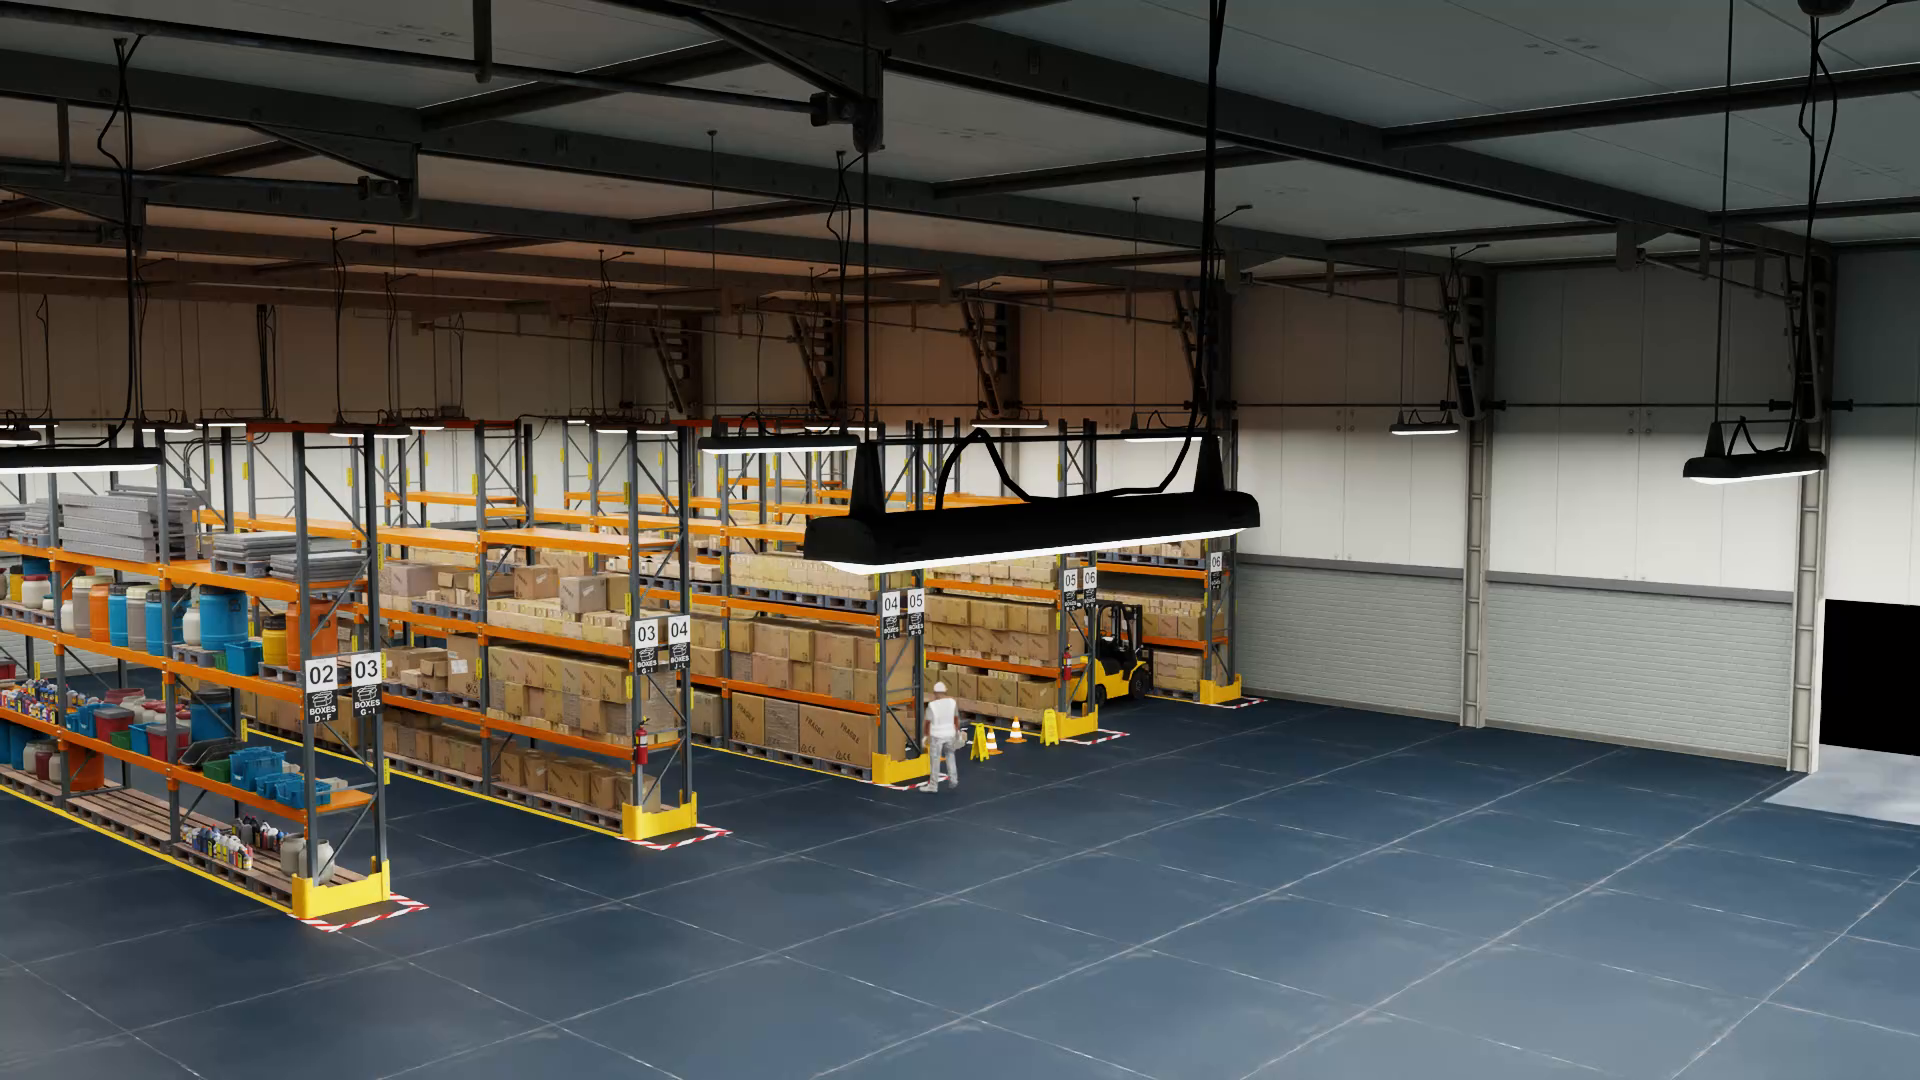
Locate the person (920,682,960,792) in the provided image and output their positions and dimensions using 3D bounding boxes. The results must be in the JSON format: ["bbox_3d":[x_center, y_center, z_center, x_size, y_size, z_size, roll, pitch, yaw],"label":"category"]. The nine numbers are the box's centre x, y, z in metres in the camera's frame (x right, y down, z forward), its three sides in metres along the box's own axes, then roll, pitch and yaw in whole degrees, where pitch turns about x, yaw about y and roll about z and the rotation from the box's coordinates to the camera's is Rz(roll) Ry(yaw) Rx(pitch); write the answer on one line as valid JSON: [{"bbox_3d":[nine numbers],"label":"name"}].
[{"bbox_3d":[-0.292,3.209,27.158,0.662,1.786,0.409,-3,5,-29],"label":"person"}]
